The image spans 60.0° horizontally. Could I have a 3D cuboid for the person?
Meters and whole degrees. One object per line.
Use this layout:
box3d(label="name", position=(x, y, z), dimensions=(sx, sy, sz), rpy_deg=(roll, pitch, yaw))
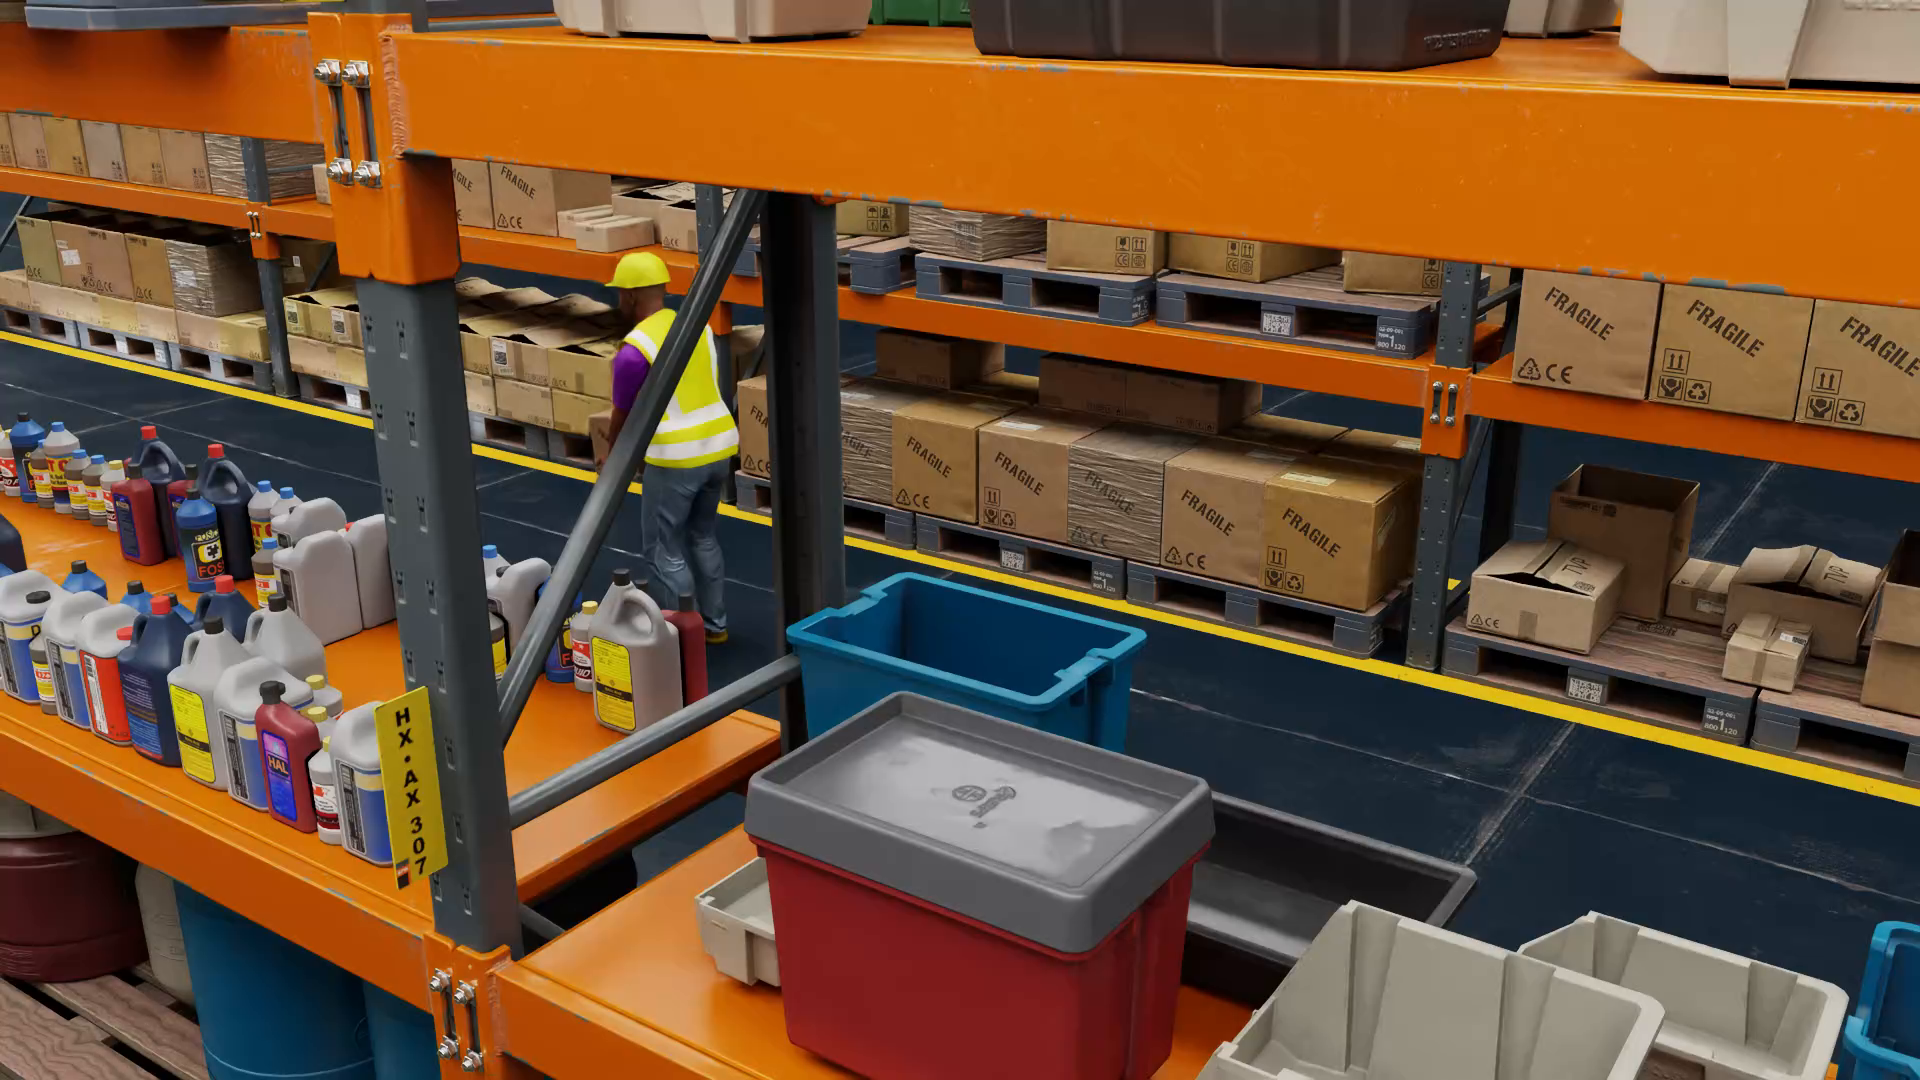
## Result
box3d(label="person", position=(-1.255, -0.337, 7.078), dimensions=(0.598, 1.697, 0.501), rpy_deg=(12, 23, 31))
